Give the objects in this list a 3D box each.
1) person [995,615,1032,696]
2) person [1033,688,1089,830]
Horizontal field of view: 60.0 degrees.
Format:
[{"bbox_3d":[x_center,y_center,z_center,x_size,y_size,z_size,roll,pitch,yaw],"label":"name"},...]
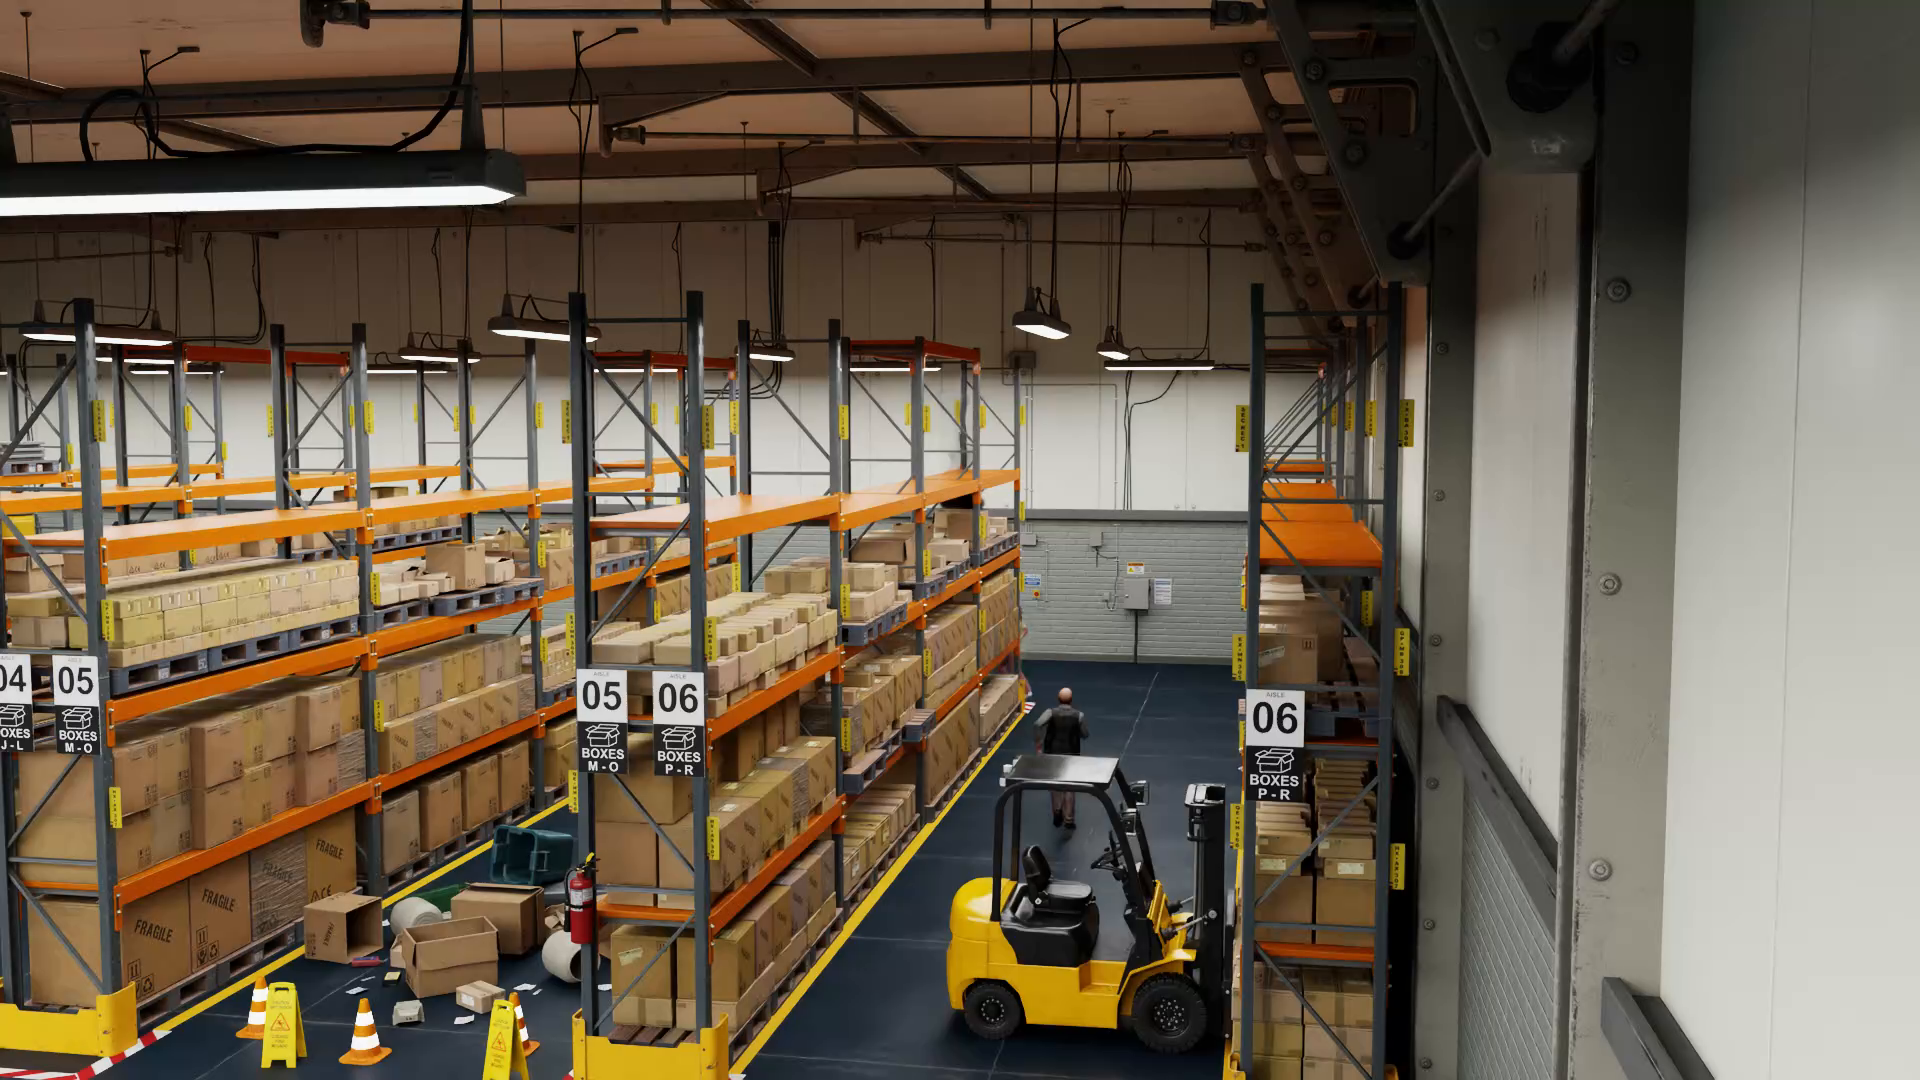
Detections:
[{"bbox_3d":[0.925,1.984,29.220,0.711,1.711,0.545,0,5,4],"label":"person"},{"bbox_3d":[1.237,2.682,20.269,0.660,1.757,0.878,1,5,9],"label":"person"}]
